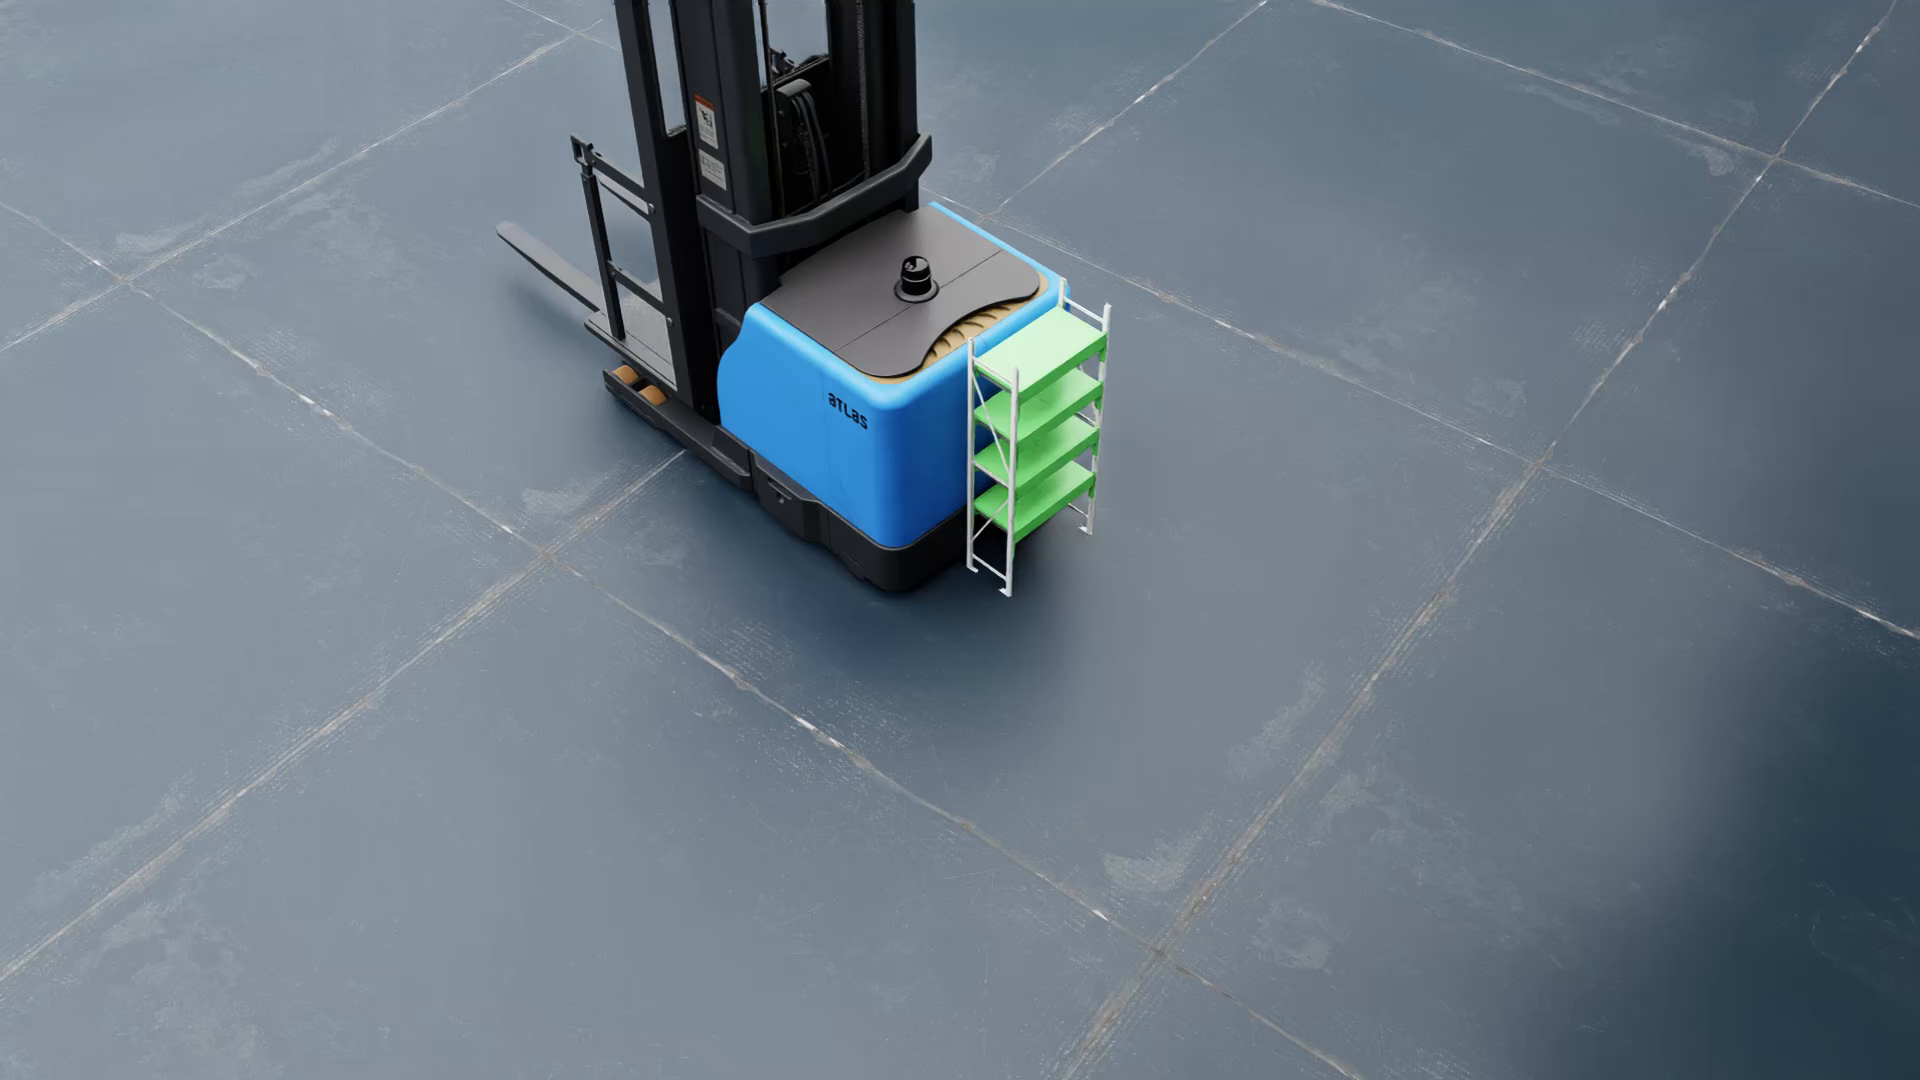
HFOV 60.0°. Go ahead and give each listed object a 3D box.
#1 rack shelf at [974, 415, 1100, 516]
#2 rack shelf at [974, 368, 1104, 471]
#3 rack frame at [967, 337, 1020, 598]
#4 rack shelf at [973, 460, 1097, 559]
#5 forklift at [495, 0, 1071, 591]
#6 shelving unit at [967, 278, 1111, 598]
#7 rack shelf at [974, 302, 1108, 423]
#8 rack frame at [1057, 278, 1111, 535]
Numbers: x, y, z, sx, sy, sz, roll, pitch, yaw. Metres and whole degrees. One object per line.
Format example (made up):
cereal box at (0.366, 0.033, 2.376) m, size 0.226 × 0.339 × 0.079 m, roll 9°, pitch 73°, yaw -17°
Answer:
rack shelf at (0.290, -0.328, 6.487) m, size 0.258 × 0.148 × 0.480 m, roll 36°, pitch 56°, yaw 29°
rack shelf at (0.290, -0.494, 6.313) m, size 0.258 × 0.148 × 0.480 m, roll 36°, pitch 56°, yaw 29°
rack frame at (0.119, -0.247, 6.321) m, size 0.240 × 1.200 × 0.015 m, roll 36°, pitch 56°, yaw 29°
rack shelf at (0.290, -0.163, 6.661) m, size 0.258 × 0.148 × 0.480 m, roll 36°, pitch 56°, yaw 29°
forklift at (-0.952, -1.769, 6.578) m, size 1.130 × 2.935 × 3.031 m, roll -36°, pitch 56°, yaw -29°
shelving unit at (0.290, -0.373, 6.441) m, size 0.258 × 1.200 × 0.503 m, roll 36°, pitch 56°, yaw 29°
rack shelf at (0.290, -0.660, 6.140) m, size 0.258 × 0.148 × 0.480 m, roll 36°, pitch 56°, yaw 29°
rack frame at (0.462, -0.498, 6.561) m, size 0.240 × 1.200 × 0.015 m, roll 36°, pitch 56°, yaw 29°
